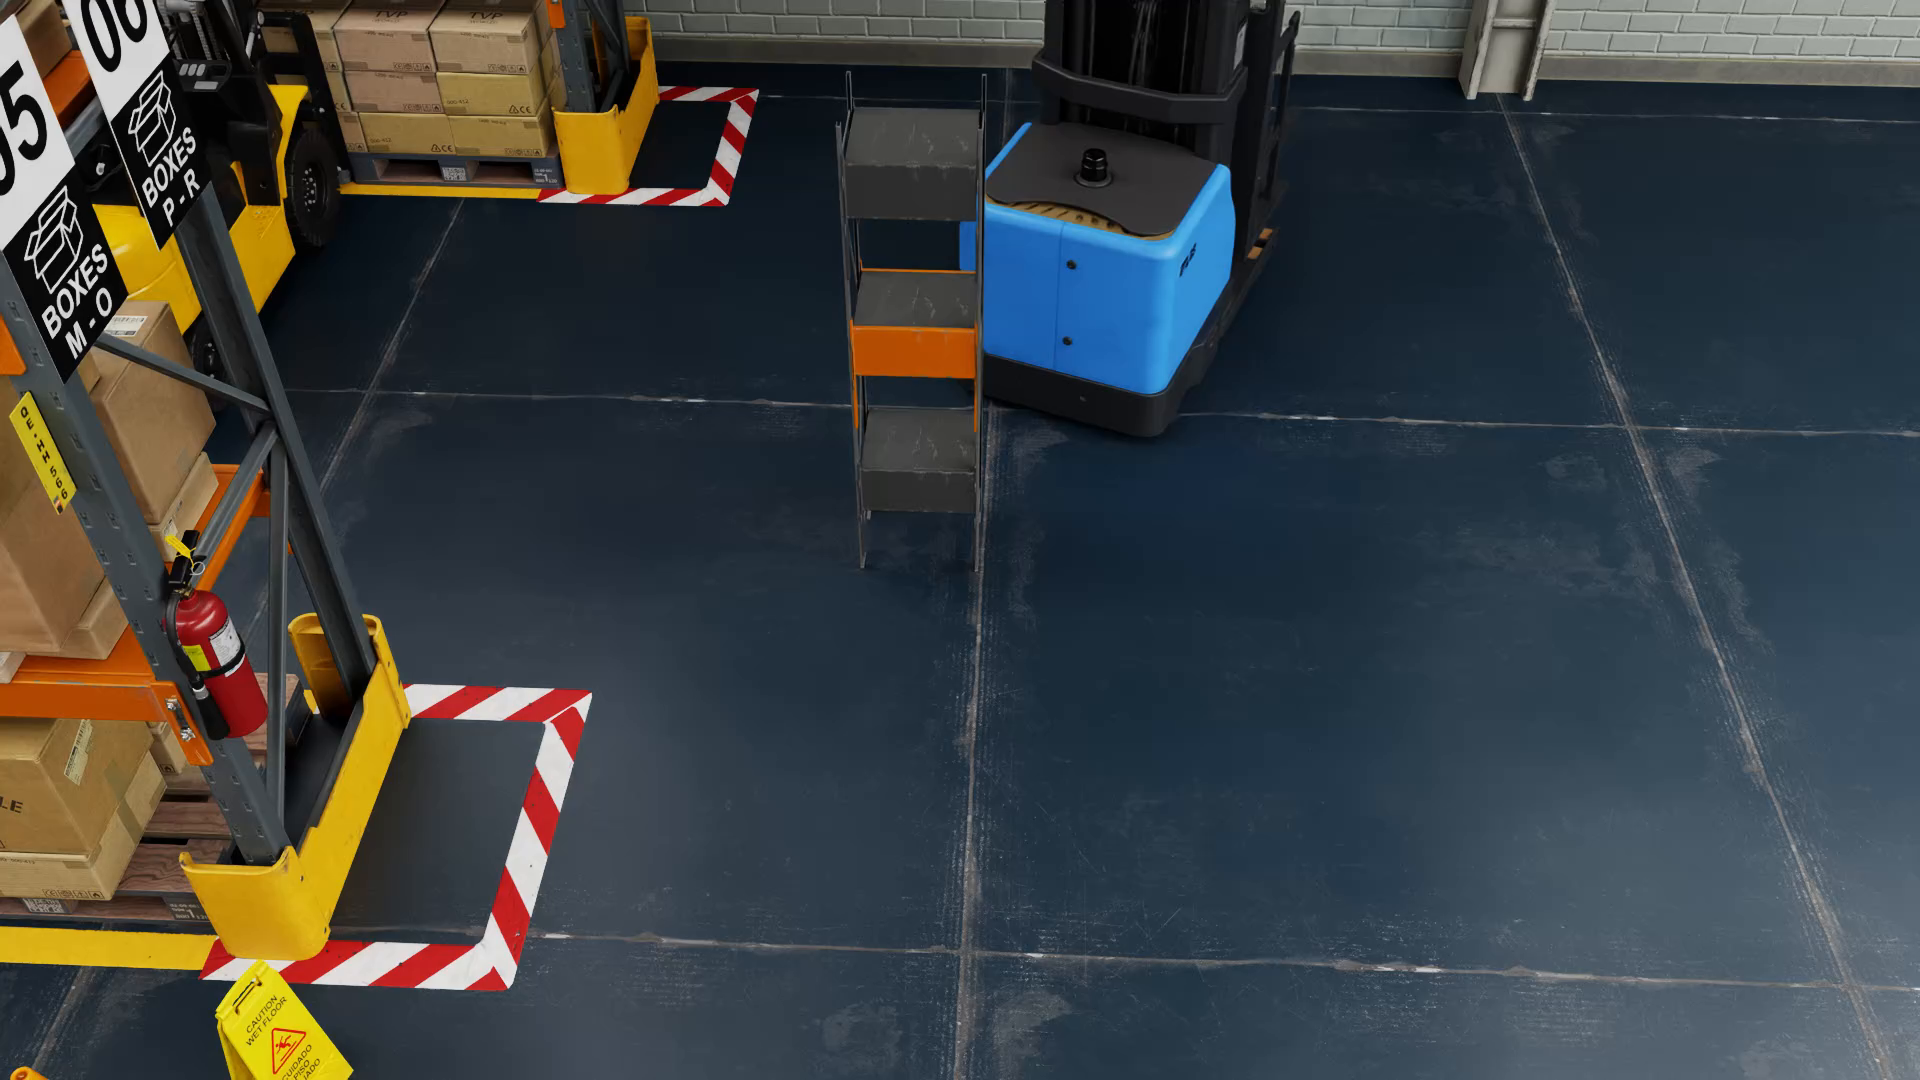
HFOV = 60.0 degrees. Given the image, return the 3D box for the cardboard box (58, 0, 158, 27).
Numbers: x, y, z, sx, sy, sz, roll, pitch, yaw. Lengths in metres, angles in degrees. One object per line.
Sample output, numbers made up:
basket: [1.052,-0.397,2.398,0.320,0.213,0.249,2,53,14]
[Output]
cardboard box: [-4.567,-2.812,9.044,0.500,0.250,0.500,3,43,3]

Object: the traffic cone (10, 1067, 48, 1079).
traffic cone: [-2.756,1.739,5.044,0.334,0.463,0.336,2,43,2]

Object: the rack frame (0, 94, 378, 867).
rack frame: [-2.268,-0.054,5.108,0.127,3.000,1.000,2,43,2]

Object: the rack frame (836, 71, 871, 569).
rack frame: [-0.409,-0.781,6.548,0.015,2.100,0.400,2,43,2]

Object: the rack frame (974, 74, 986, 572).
rack frame: [0.078,-0.766,6.532,0.015,2.100,0.400,2,43,2]

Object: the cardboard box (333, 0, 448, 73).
cardboard box: [-3.033,-2.761,8.989,0.500,0.250,0.500,2,43,3]

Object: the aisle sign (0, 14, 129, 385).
aisle sign: [-2.220,-0.806,4.008,0.004,0.787,0.394,2,43,2]

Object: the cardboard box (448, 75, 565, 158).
cardboard box: [-2.532,-2.381,9.315,0.500,0.250,0.500,2,43,2]

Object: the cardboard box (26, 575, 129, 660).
cardboard box: [-2.652,0.172,5.049,0.250,0.149,0.380,3,43,3]

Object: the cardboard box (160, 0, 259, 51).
cardboard box: [-4.043,-2.791,9.021,0.500,0.250,0.500,1,43,1]

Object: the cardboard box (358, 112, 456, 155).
cardboard box: [-3.029,-2.403,9.338,0.500,0.250,0.500,2,43,2]

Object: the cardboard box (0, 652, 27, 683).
cardboard box: [-2.910,0.240,4.976,0.250,0.149,0.380,1,43,1]

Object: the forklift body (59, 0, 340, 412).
forklift body: [-4.025,-1.940,7.754,1.214,2.155,2.313,2,43,2]

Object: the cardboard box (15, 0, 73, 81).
cardboard box: [-2.585,-1.291,4.419,0.250,0.149,0.380,2,43,2]

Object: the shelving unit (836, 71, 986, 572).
shelving unit: [-0.165,-0.773,6.540,0.503,2.100,0.431,2,43,2]

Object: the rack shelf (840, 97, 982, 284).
rack shelf: [-0.165,-1.276,6.072,0.480,0.518,0.431,2,43,2]

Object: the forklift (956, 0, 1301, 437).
forklift: [1.043,-2.556,7.844,1.130,2.935,3.031,17,46,17]

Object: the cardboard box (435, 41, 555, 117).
cardboard box: [-2.549,-2.567,9.147,0.500,0.250,0.500,1,43,1]

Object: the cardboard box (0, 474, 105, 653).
cardboard box: [-2.823,-0.029,4.789,0.500,0.500,0.500,1,43,1]

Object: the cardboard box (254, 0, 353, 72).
cardboard box: [-3.538,-2.770,8.998,0.500,0.250,0.500,2,43,2]

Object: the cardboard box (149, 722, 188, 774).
cardboard box: [-3.062,0.585,6.130,0.500,0.250,0.500,1,43,2]

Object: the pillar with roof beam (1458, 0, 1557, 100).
pillar with roof beam: [3.096,-3.149,4.028,0.400,9.000,9.100,2,43,2]

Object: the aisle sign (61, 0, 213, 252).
aisle sign: [-2.193,-1.215,4.446,0.004,0.787,0.394,2,43,2]

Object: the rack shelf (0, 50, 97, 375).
rack shelf: [-4.266,-0.950,4.396,4.000,0.370,1.077,2,43,2]

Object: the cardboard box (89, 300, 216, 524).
cardboard box: [-2.729,-0.403,5.191,0.500,0.500,0.500,1,43,1]

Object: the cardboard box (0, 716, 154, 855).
cardboard box: [-3.081,0.677,5.482,0.500,0.500,0.500,2,43,2]

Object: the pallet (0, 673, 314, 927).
pallet: [-3.154,0.915,6.113,1.213,0.211,1.003,2,43,2]

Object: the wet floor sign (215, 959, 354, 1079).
wet floor sign: [-2.127,1.542,5.122,0.232,0.644,0.267,16,45,16]

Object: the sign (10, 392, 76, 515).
sign: [-2.313,-0.216,4.200,0.005,0.325,0.100,2,43,2]

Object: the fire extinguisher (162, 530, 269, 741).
fire extinguisher: [-2.175,0.291,4.793,0.183,0.674,0.296,2,43,2]

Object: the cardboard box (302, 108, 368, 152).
cardboard box: [-3.528,-2.424,9.361,0.500,0.250,0.500,2,43,2]

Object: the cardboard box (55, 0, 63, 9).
cardboard box: [-5.065,-2.819,9.052,0.500,0.250,0.500,2,43,2]

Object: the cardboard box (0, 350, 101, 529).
cardboard box: [-2.789,-0.433,4.489,0.500,0.500,0.700,1,43,1]

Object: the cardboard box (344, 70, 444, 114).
cardboard box: [-3.049,-2.590,9.172,0.500,0.250,0.500,1,43,1]

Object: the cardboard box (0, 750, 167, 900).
cardboard box: [-3.112,0.956,5.733,0.500,0.250,0.500,2,43,2]

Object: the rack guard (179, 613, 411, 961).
rack guard: [-2.344,0.858,5.962,0.348,0.500,1.175,2,43,2]

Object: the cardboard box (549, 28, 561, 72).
cardboard box: [-2.509,-2.921,9.527,0.500,0.250,0.500,2,43,3]

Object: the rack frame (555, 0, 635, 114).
rack frame: [-2.049,-3.434,8.736,0.127,3.000,1.000,2,43,2]

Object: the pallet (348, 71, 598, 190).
pallet: [-2.814,-2.409,9.681,1.213,0.211,1.003,2,43,2]

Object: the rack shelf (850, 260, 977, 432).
rack shelf: [-0.165,-0.763,6.549,0.480,0.518,0.431,2,43,2]

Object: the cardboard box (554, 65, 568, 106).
cardboard box: [-2.530,-2.730,9.689,0.500,0.250,0.500,2,43,2]

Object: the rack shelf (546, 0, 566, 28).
rack shelf: [-4.047,-3.233,9.047,4.000,0.370,1.077,2,43,2]

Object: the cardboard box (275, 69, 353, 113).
cardboard box: [-3.566,-2.591,9.173,0.500,0.250,0.500,1,43,1]

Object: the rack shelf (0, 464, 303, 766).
rack shelf: [-4.266,0.148,5.419,4.000,0.370,1.077,2,43,2]

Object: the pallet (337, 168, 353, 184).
pallet: [-4.030,-2.448,9.723,1.213,0.211,1.003,2,43,2]

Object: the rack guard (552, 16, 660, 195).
rack guard: [-2.025,-2.519,9.587,0.348,0.500,1.175,2,43,2]

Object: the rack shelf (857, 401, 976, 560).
rack shelf: [-0.165,-0.251,7.026,0.480,0.518,0.431,2,43,2]

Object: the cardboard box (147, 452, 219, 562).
cardboard box: [-2.598,-0.114,5.356,0.250,0.149,0.380,2,43,2]

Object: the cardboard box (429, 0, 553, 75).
cardboard box: [-2.523,-2.750,8.976,0.500,0.250,0.500,3,43,3]

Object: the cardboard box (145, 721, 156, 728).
cardboard box: [-3.086,0.310,5.875,0.500,0.500,0.500,0,43,0]
